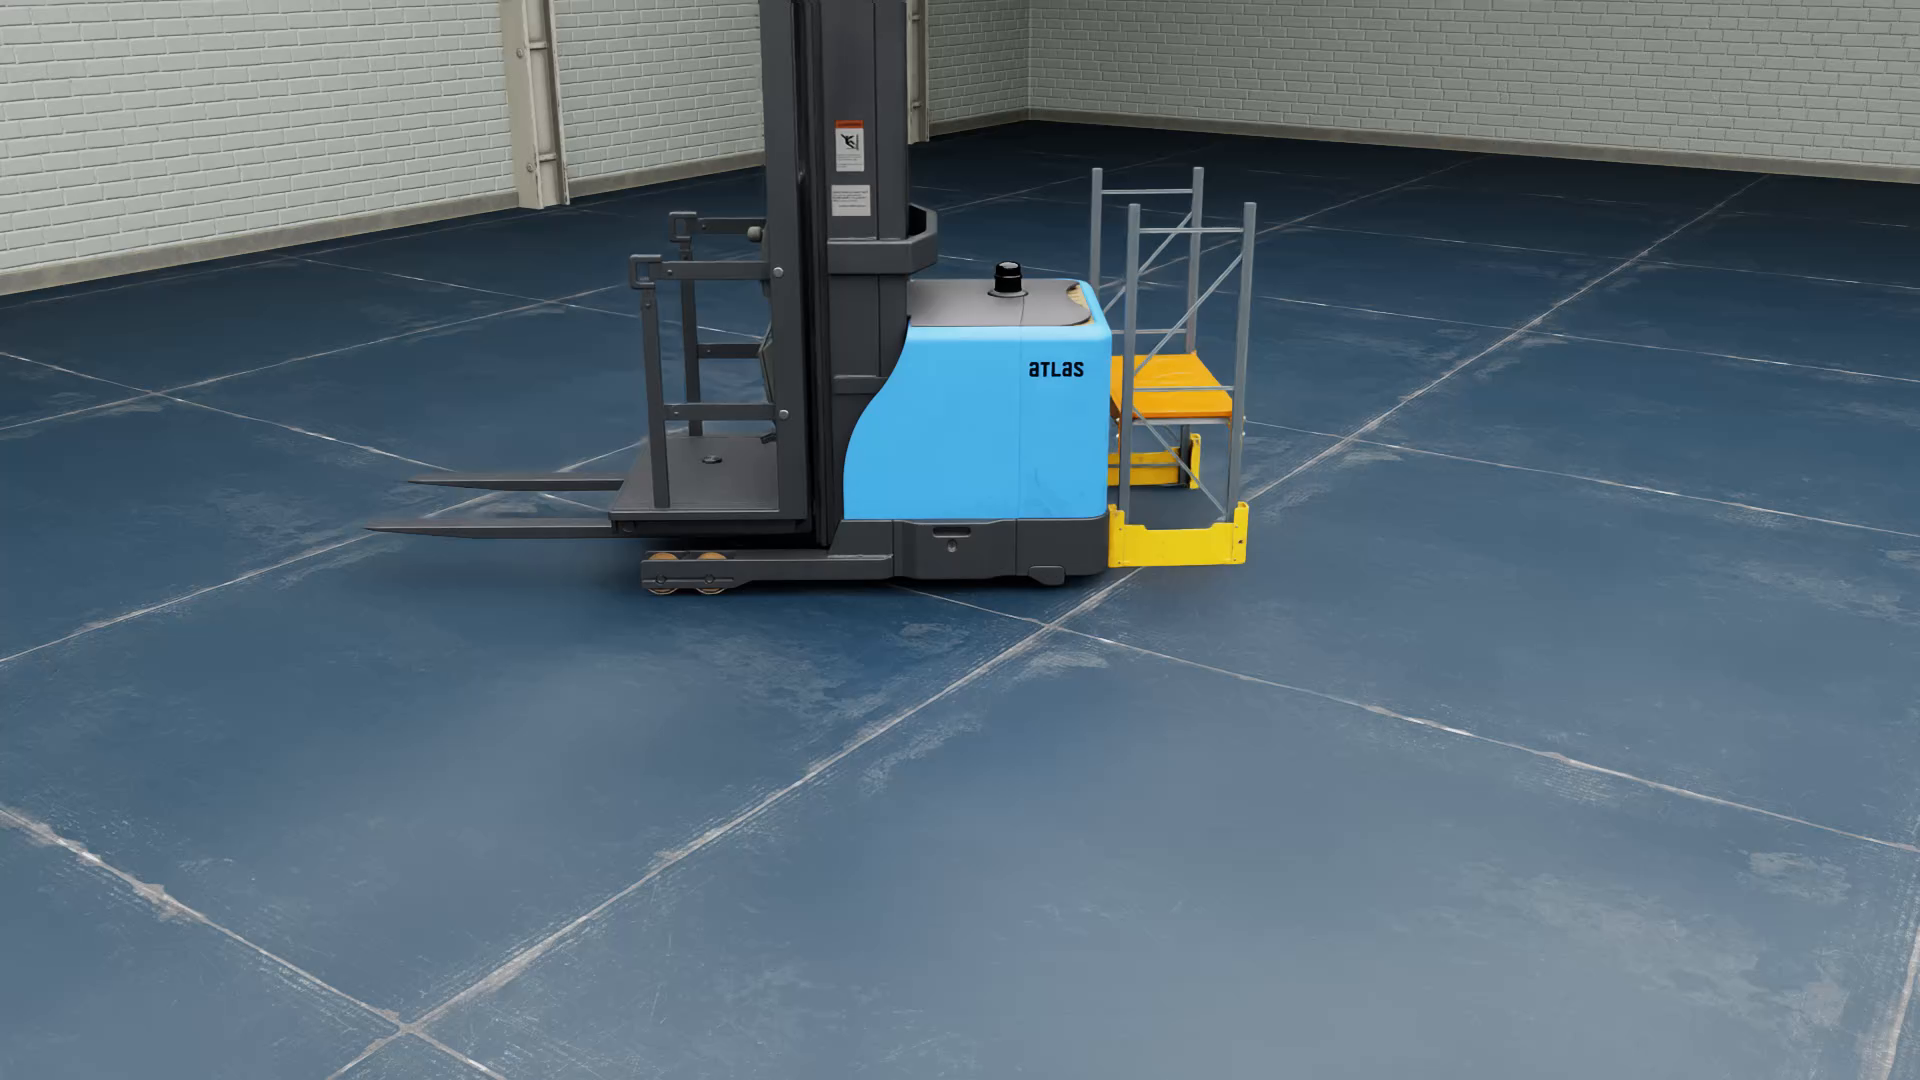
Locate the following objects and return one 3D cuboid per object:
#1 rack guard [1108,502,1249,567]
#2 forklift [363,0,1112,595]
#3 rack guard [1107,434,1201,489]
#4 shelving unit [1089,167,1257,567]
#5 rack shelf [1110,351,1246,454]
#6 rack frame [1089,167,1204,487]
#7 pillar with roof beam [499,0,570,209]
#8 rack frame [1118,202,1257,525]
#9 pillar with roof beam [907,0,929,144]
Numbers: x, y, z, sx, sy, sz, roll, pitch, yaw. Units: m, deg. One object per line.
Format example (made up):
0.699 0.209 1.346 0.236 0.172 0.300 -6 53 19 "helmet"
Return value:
0.907 -0.023 6.968 0.587 0.250 0.087 -1 20 -4 "rack guard"
-0.919 -1.339 6.660 3.031 2.935 1.130 0 20 -1 "forklift"
0.842 -0.368 7.900 0.587 0.250 0.087 -1 20 -4 "rack guard"
0.875 -0.782 7.217 0.587 1.500 1.083 -1 20 -4 "shelving unit"
0.874 -0.617 7.288 0.538 0.185 1.000 -1 20 -4 "rack shelf"
0.841 -0.961 7.701 0.500 1.500 0.032 -1 20 -4 "rack frame"
-0.429 -6.590 12.111 9.100 9.000 0.400 13 24 32 "pillar with roof beam"
0.907 -0.609 6.750 0.500 1.500 0.032 -1 20 -4 "rack frame"
2.944 -8.312 16.765 9.100 9.000 0.400 13 24 32 "pillar with roof beam"
